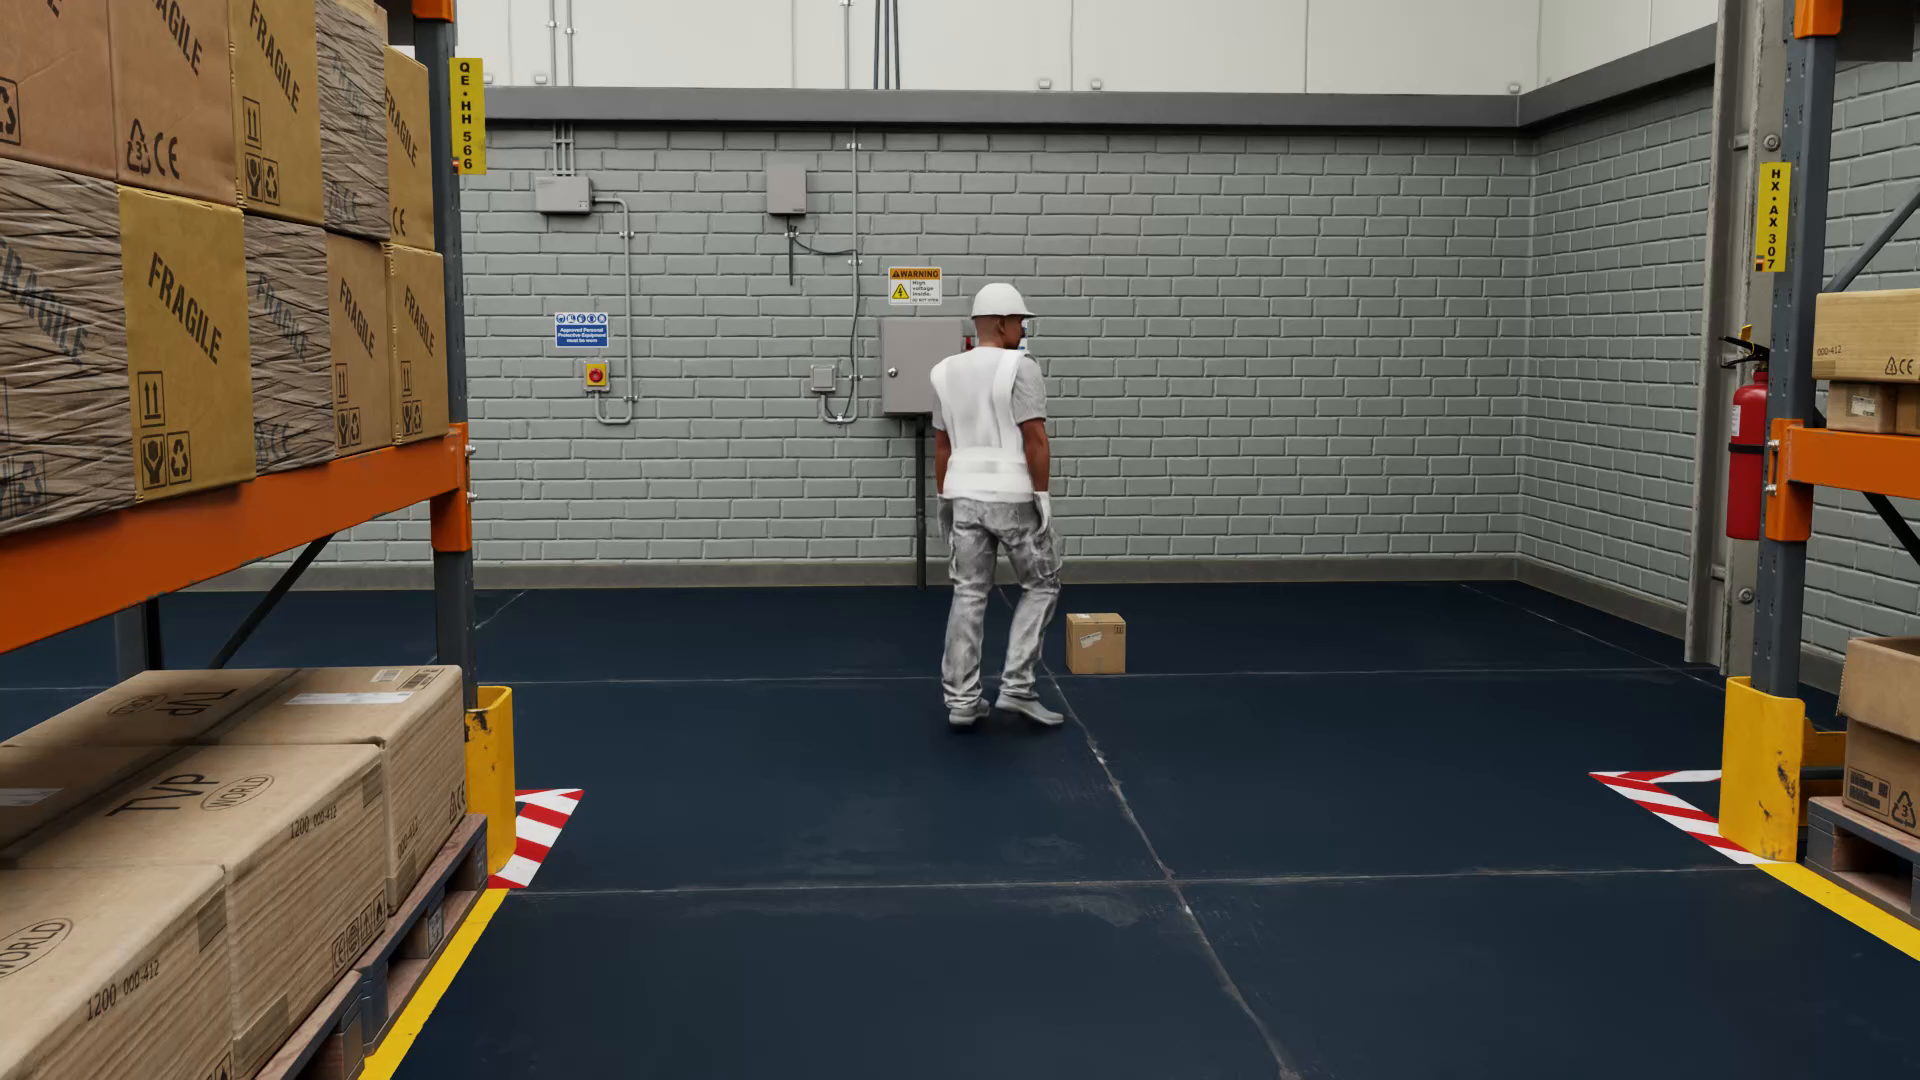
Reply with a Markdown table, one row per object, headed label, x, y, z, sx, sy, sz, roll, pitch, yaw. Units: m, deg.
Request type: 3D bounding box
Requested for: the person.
| label | x | y | z | sx | sy | sz | roll | pitch | yaw |
| --- | --- | --- | --- | --- | --- | --- | --- | --- | --- |
| person | 0.117 | -0.138 | 6.738 | 0.590 | 1.791 | 0.491 | 4 | 8 | 33 |
